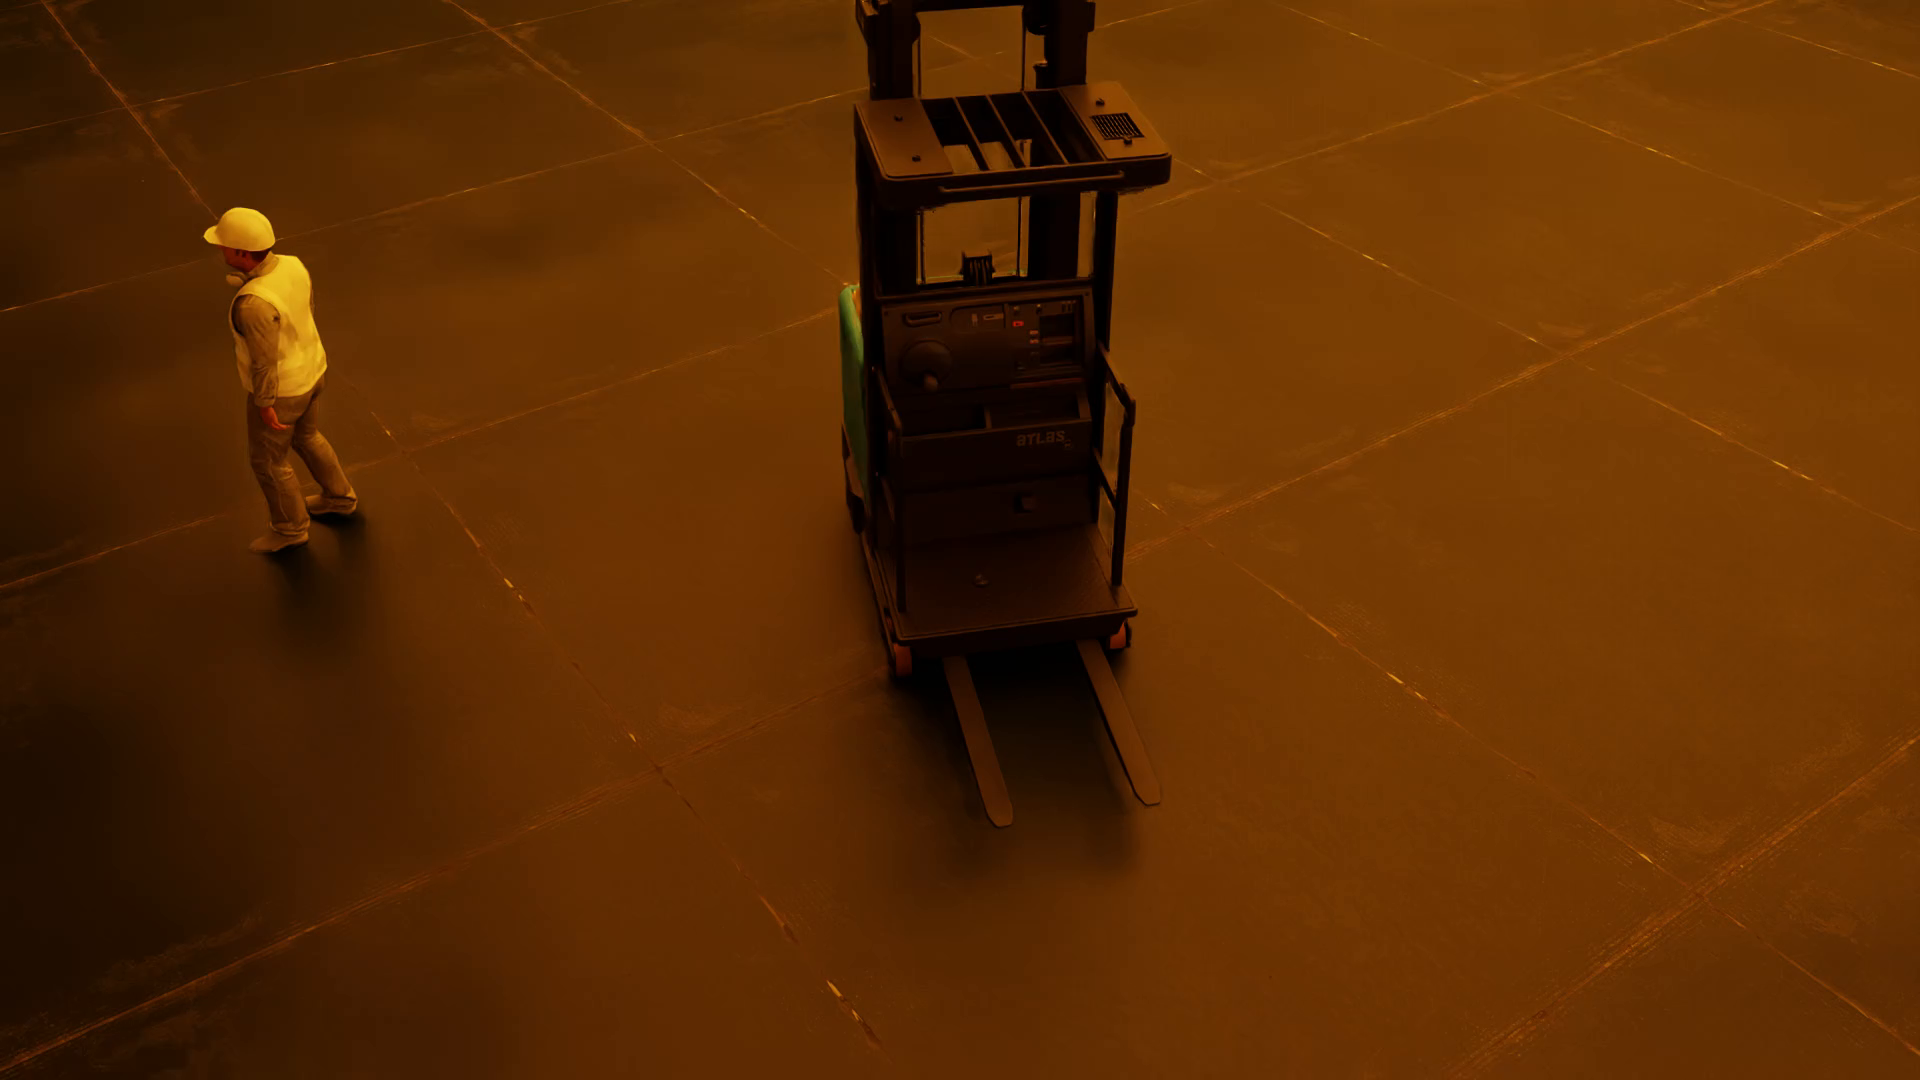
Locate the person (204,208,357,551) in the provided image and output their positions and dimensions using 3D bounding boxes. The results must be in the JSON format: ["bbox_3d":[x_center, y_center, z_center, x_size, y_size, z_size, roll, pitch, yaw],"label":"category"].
[{"bbox_3d":[-3.310,-0.776,8.000,0.508,1.799,0.614,3,37,4],"label":"person"}]

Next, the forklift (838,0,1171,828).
[{"bbox_3d":[0.170,-0.794,7.019,1.130,2.935,3.031,-7,37,-9],"label":"forklift"}]
